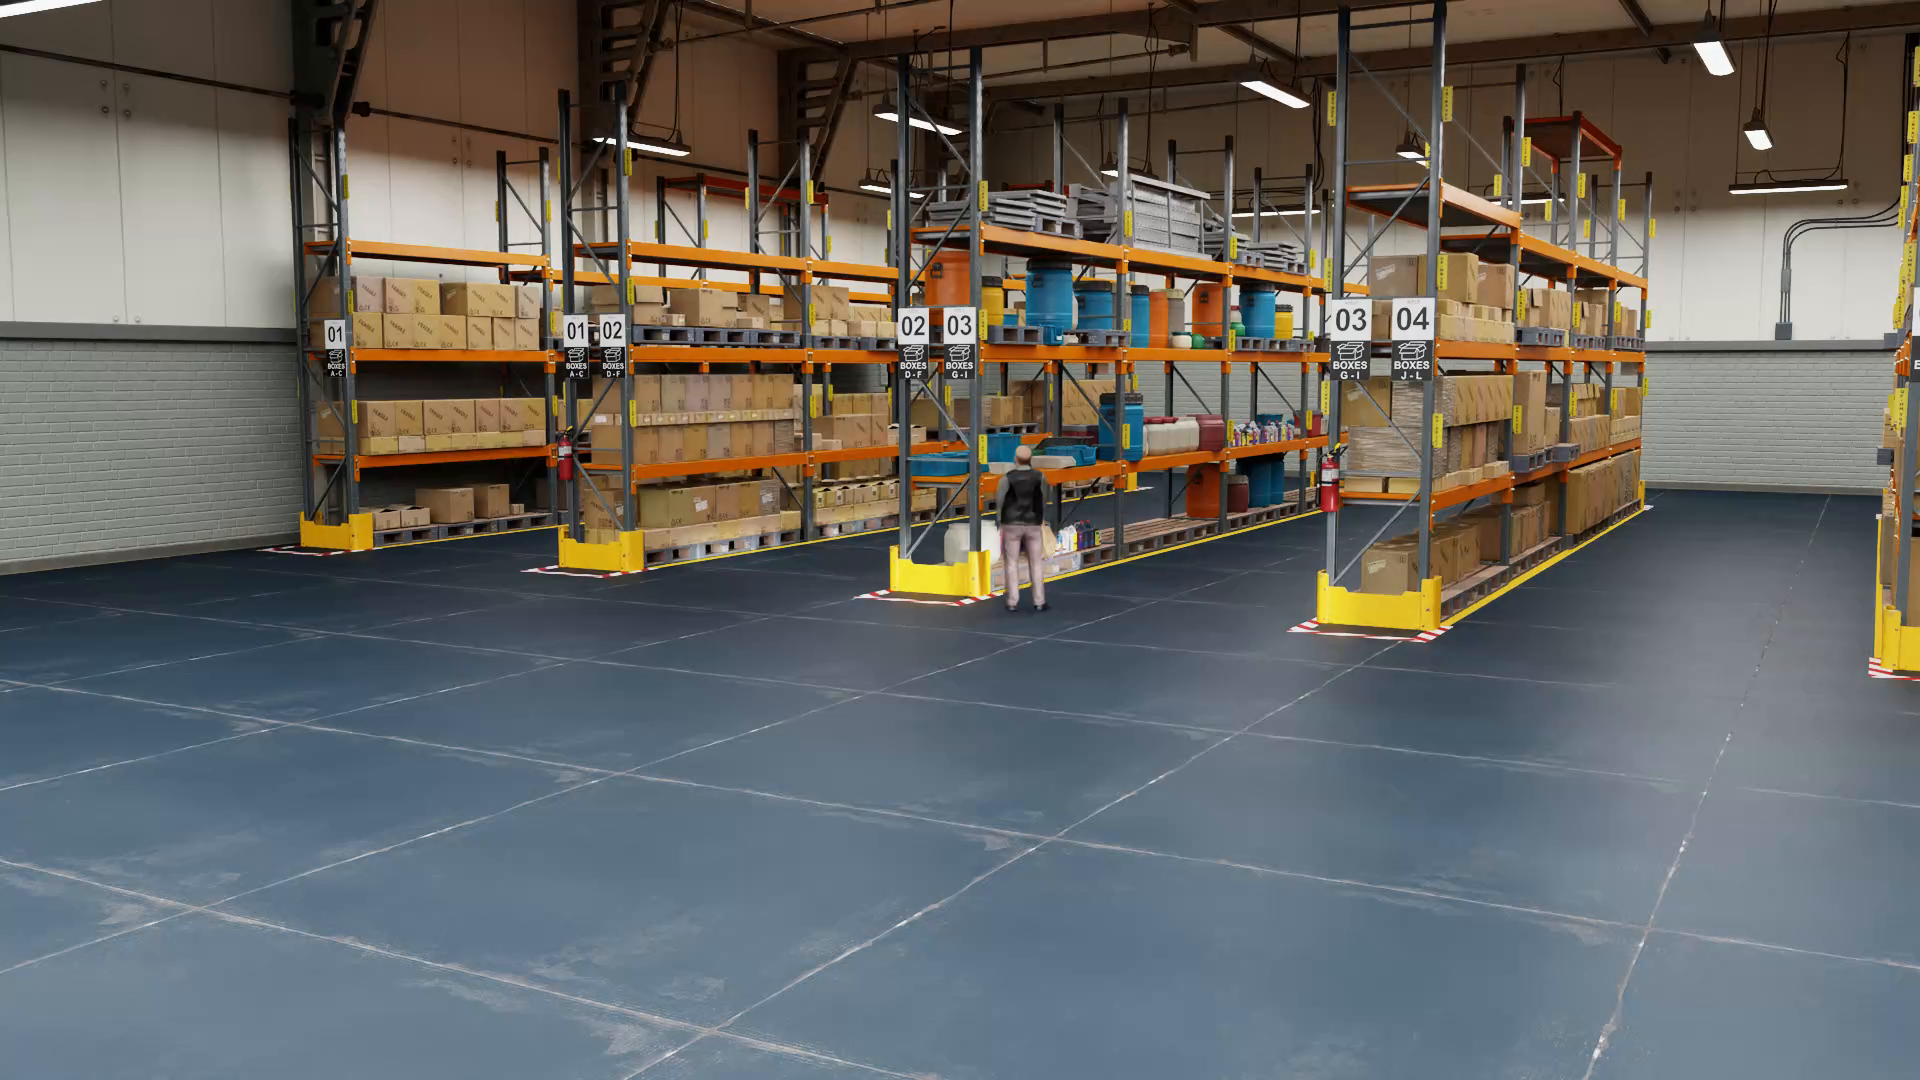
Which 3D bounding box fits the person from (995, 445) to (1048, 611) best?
[{"bbox_3d":[0.656,-0.129,17.375,0.600,1.726,0.458,-1,6,-10],"label":"person"}]
